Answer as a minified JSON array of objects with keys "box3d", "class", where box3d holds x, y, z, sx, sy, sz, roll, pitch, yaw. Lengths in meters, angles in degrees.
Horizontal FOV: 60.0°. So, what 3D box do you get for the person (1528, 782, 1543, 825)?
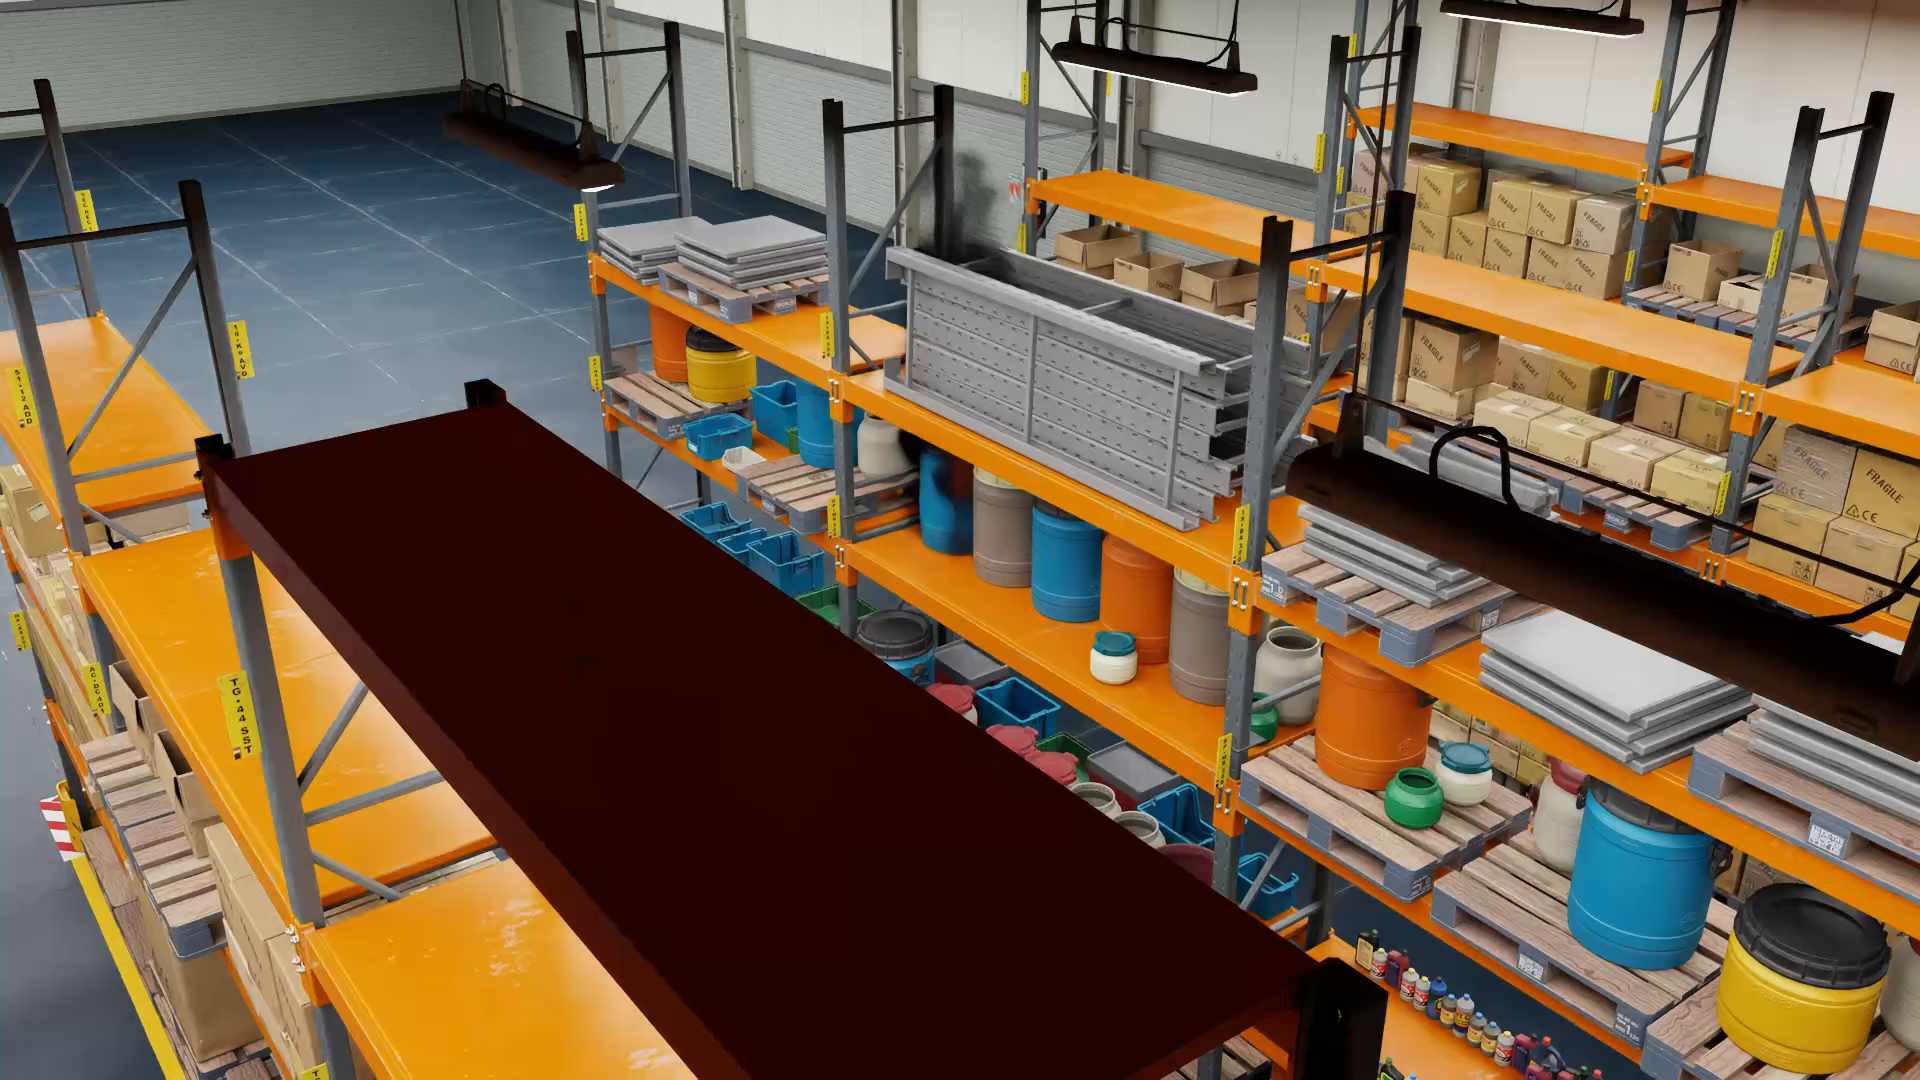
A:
[{"box3d":[4.011,2.349,11.741,0.654,1.483,0.506,17,30,33],"class":"person"}]
